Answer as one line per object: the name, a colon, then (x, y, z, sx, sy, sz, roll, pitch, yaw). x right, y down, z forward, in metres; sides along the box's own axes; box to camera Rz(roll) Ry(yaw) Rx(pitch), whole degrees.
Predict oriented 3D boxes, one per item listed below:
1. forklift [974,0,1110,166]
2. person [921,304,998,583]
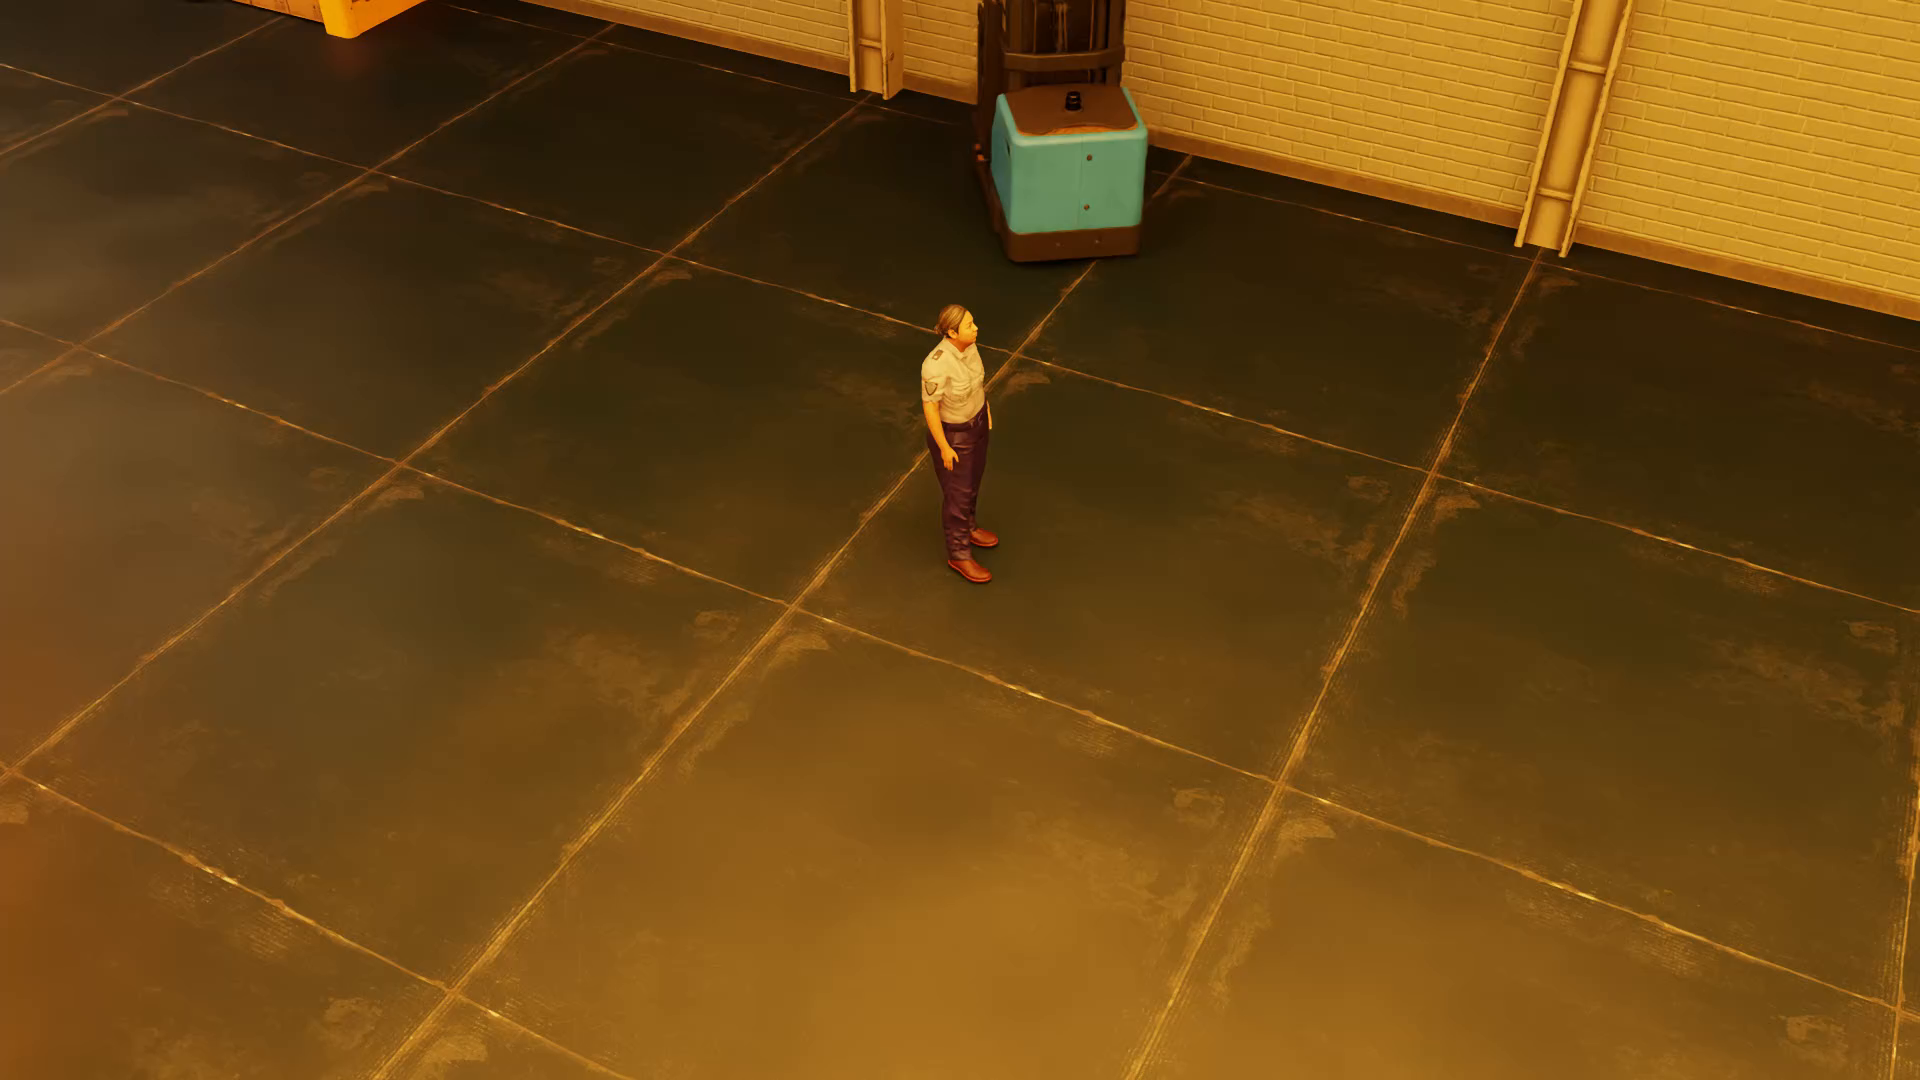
forklift: (0.696, -4.185, 12.955, 1.121, 2.935, 3.031, -5, 40, -6)
person: (0.069, -0.595, 9.679, 0.502, 1.651, 0.598, 18, 43, 21)
